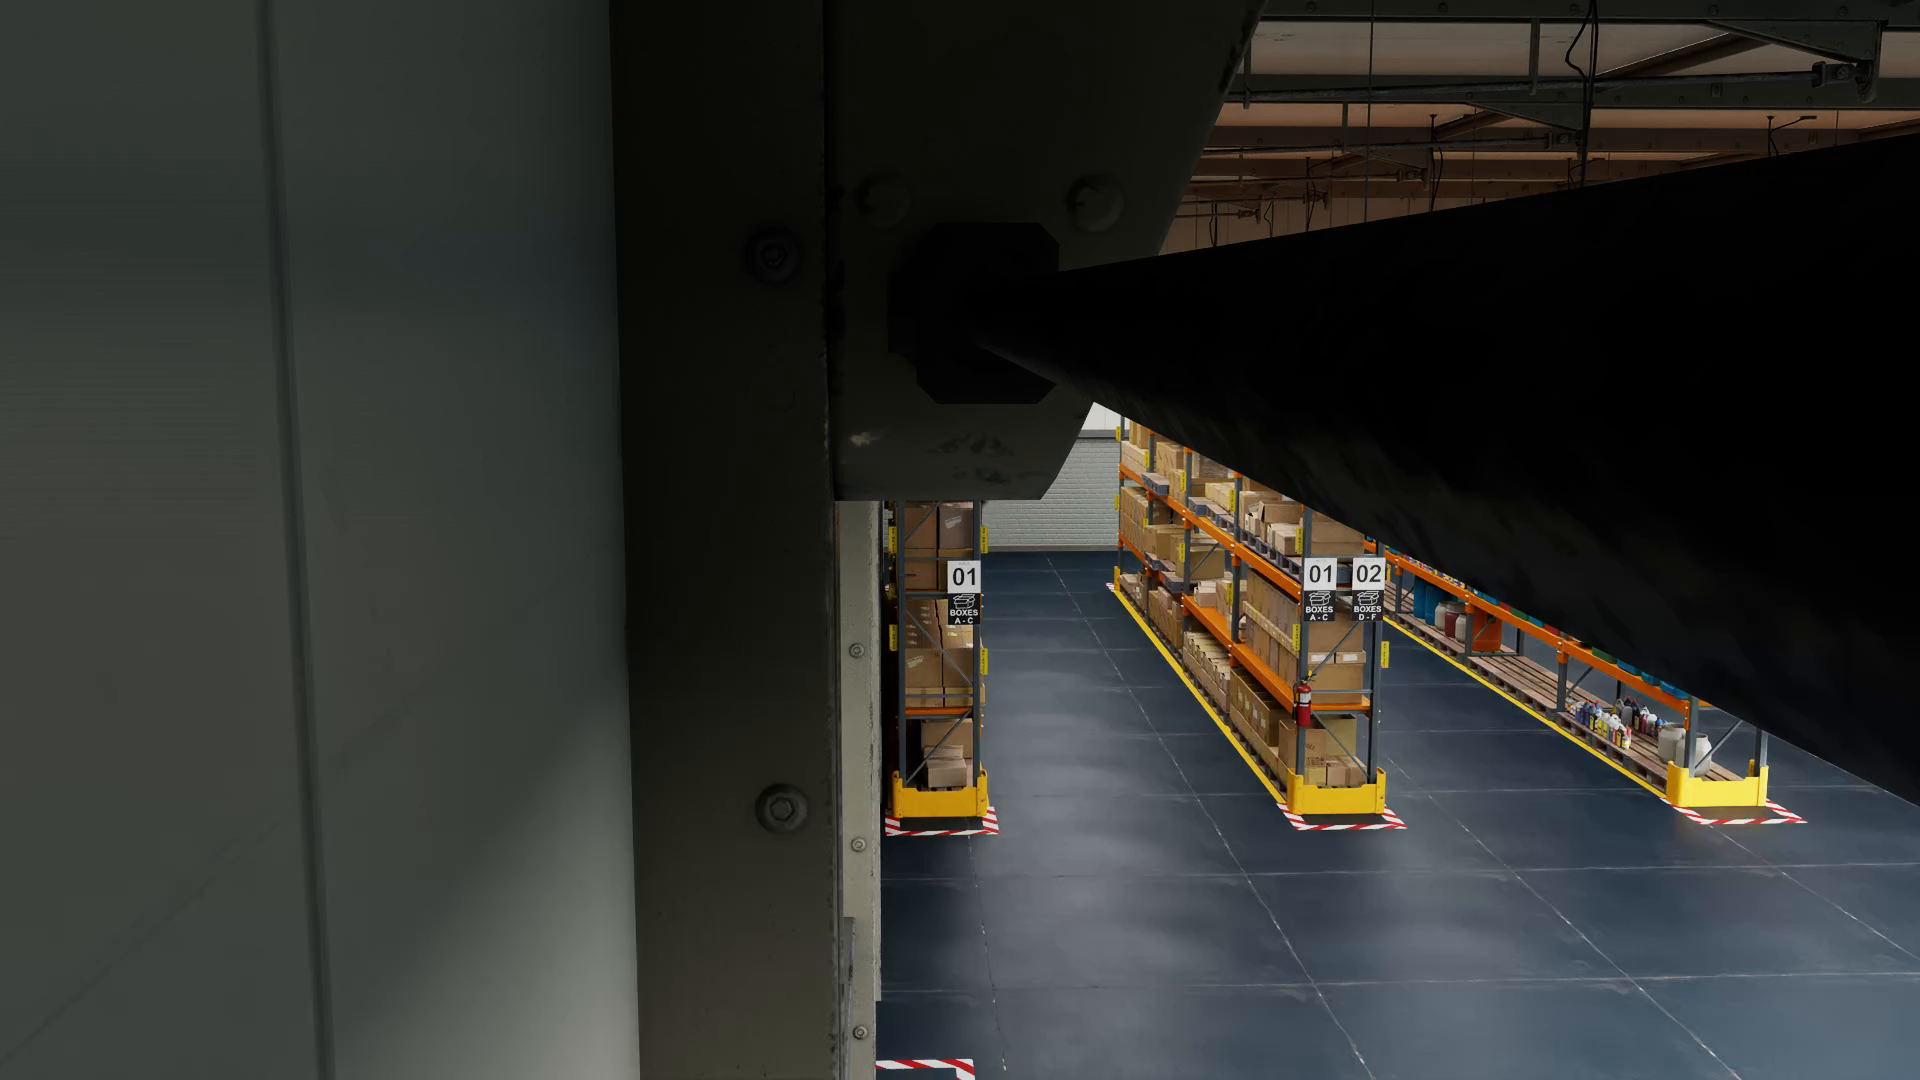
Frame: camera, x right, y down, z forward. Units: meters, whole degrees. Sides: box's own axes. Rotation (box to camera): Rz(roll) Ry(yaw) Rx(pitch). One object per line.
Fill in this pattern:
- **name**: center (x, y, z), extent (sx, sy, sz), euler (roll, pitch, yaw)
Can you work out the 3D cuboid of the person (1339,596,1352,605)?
- **person**: center (6.888, 1.259, 29.304), extent (0.692, 1.721, 0.605), euler (-2, 9, -15)
